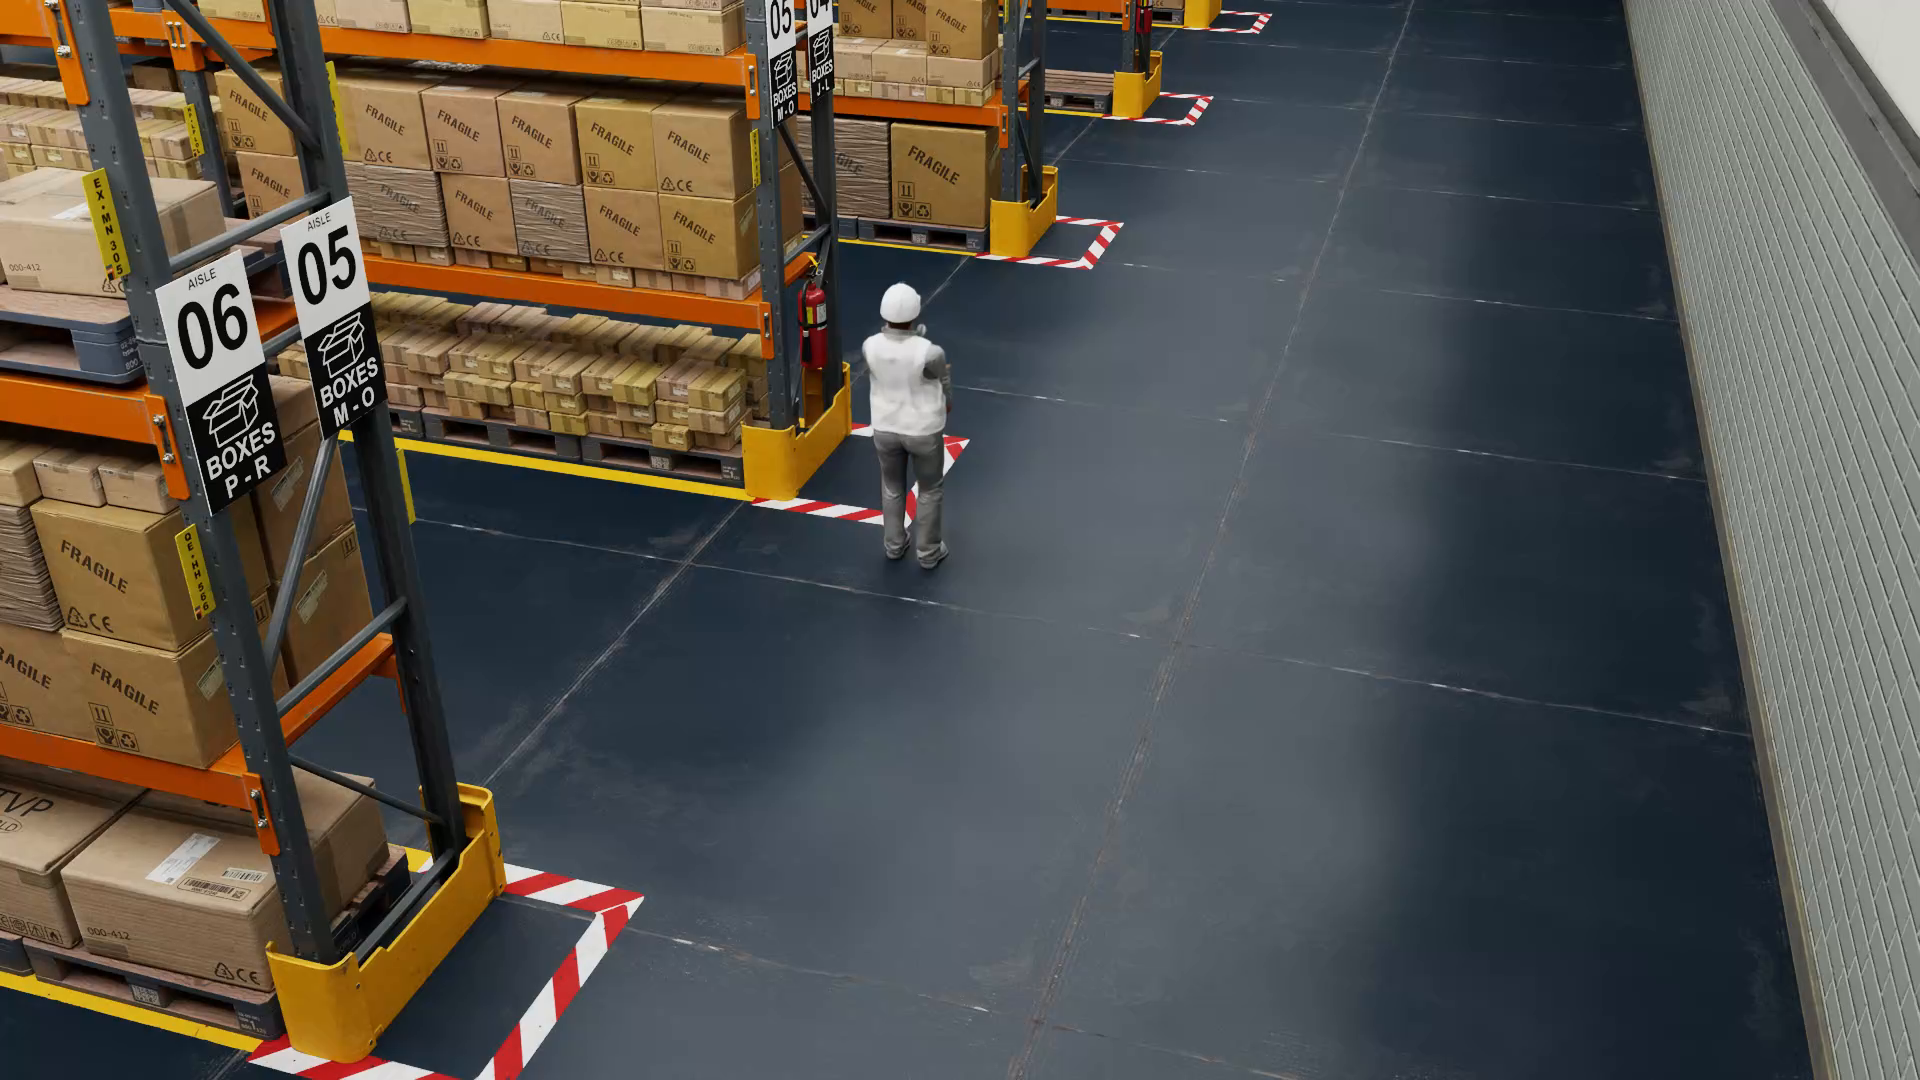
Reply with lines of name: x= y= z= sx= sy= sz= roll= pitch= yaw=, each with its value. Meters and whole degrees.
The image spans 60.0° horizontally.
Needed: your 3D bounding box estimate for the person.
person: x=-0.287 y=-0.706 z=9.761 sx=0.495 sy=1.768 sz=0.540 roll=9 pitch=30 yaw=15
